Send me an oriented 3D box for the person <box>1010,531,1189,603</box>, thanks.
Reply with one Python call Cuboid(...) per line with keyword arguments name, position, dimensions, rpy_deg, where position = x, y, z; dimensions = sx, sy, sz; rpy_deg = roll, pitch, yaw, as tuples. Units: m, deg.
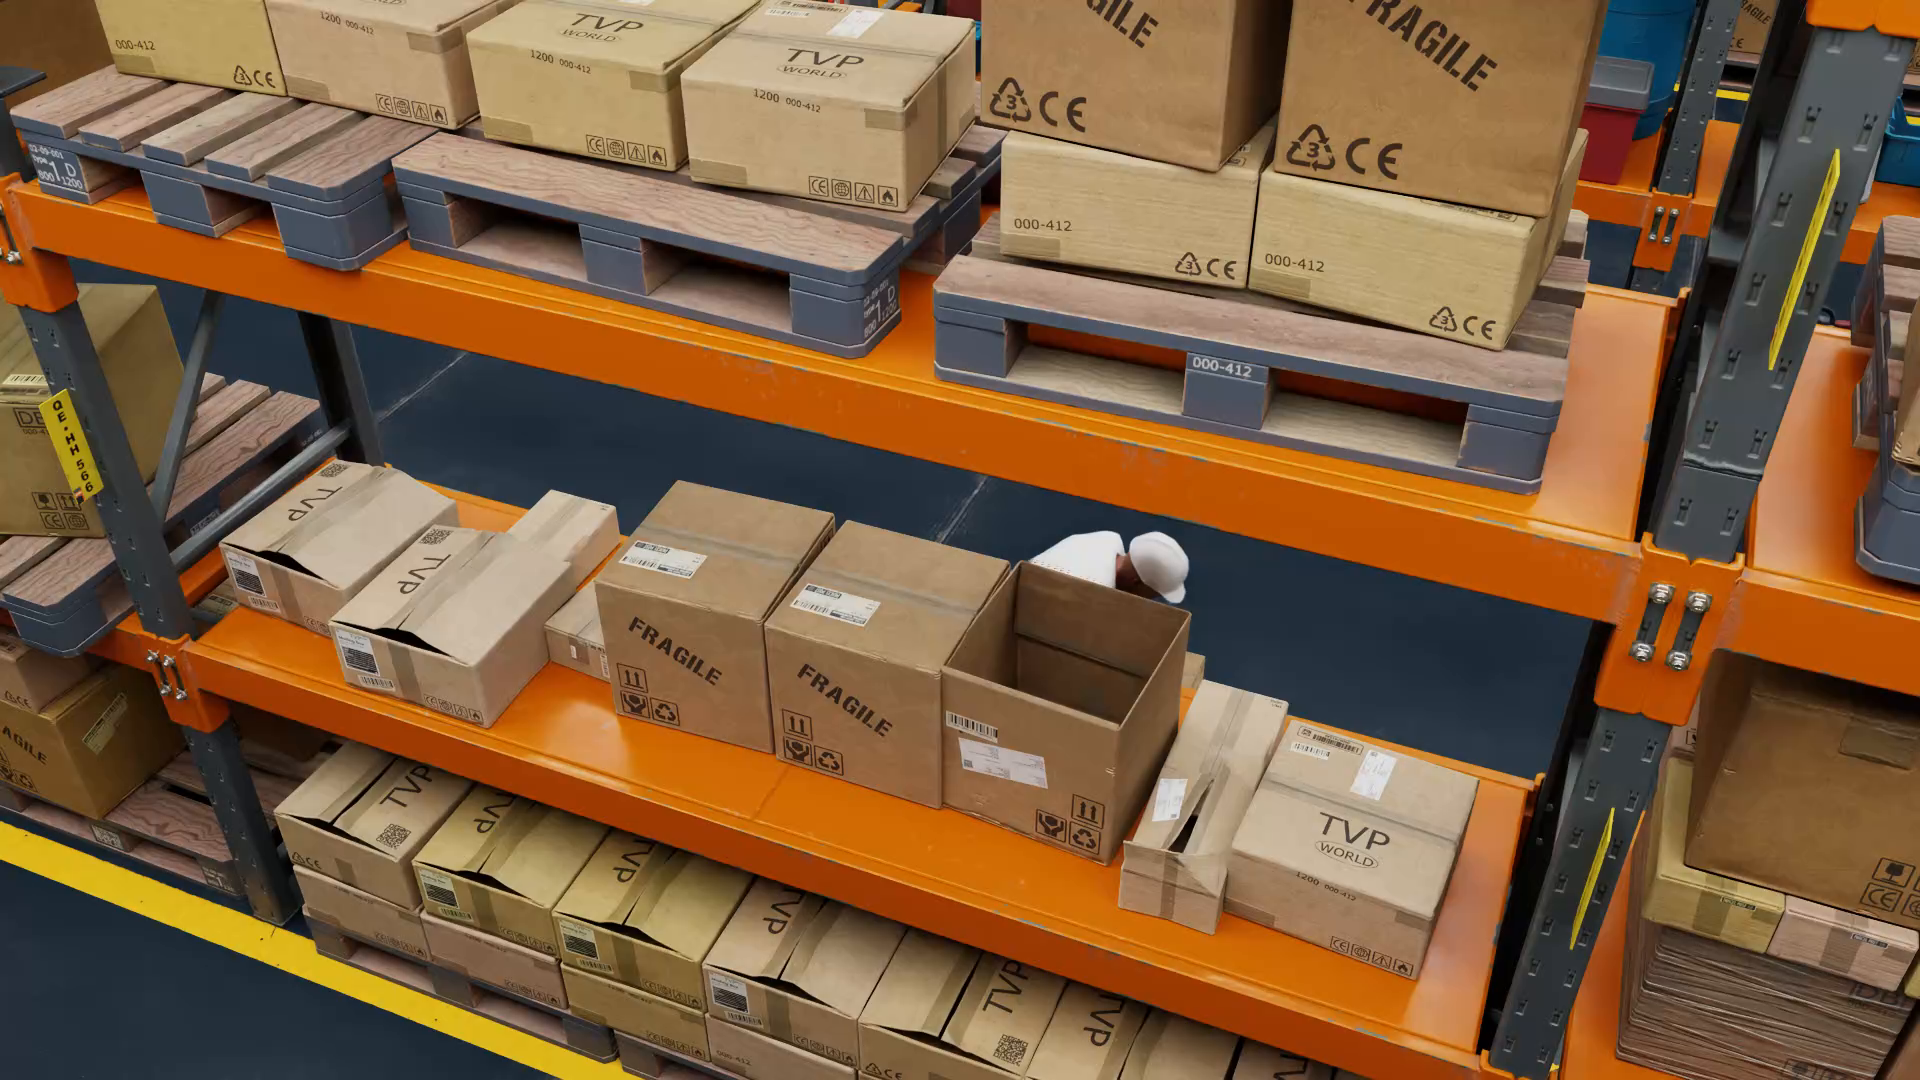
Cuboid(name="person", position=(0.463, 0.347, 6.310), dimensions=(0.904, 1.007, 0.551), rpy_deg=(13, 39, 17))
